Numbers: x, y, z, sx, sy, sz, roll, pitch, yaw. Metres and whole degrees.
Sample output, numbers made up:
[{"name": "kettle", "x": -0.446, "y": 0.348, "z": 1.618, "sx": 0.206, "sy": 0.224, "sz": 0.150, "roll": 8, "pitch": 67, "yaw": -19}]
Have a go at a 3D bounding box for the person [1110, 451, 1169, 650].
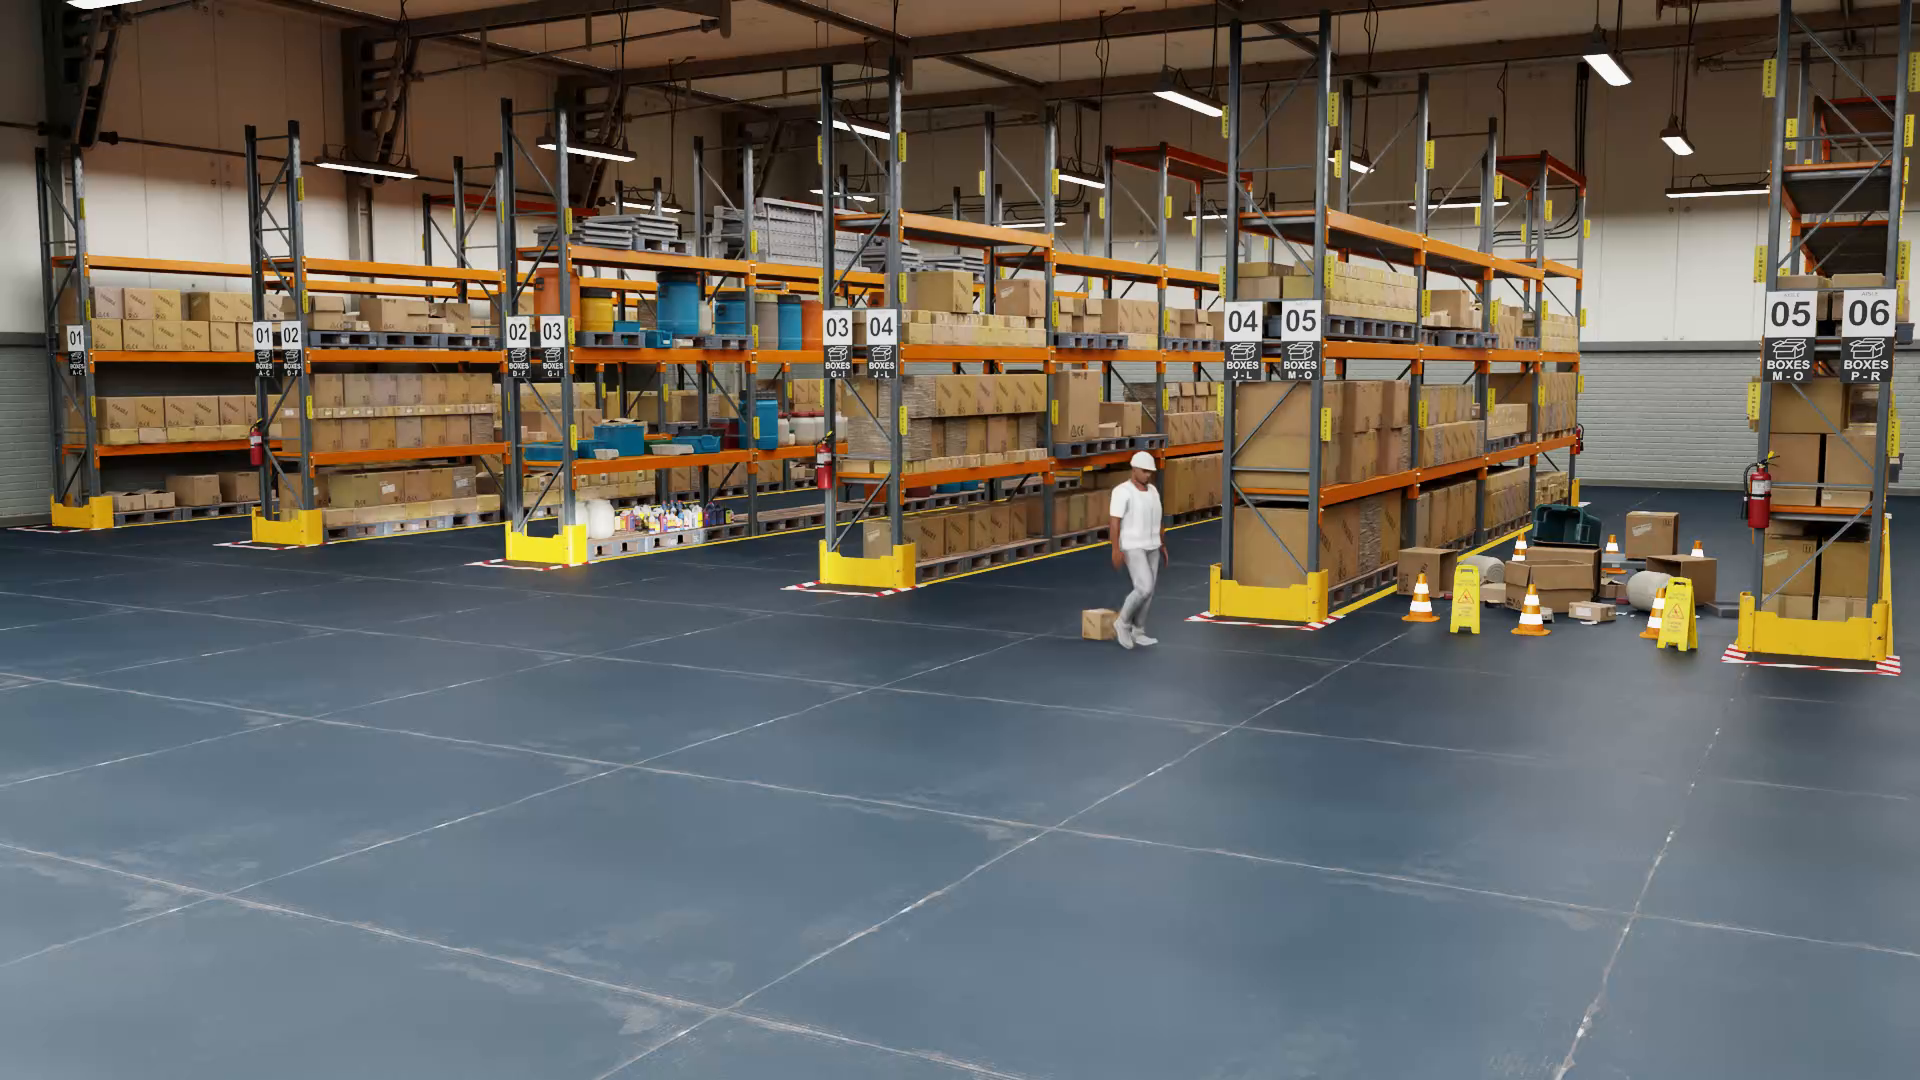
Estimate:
[{"name": "person", "x": 1.621, "y": 0.096, "z": 14.926, "sx": 0.587, "sy": 1.787, "sz": 0.451, "roll": -6, "pitch": 8, "yaw": -44}]
